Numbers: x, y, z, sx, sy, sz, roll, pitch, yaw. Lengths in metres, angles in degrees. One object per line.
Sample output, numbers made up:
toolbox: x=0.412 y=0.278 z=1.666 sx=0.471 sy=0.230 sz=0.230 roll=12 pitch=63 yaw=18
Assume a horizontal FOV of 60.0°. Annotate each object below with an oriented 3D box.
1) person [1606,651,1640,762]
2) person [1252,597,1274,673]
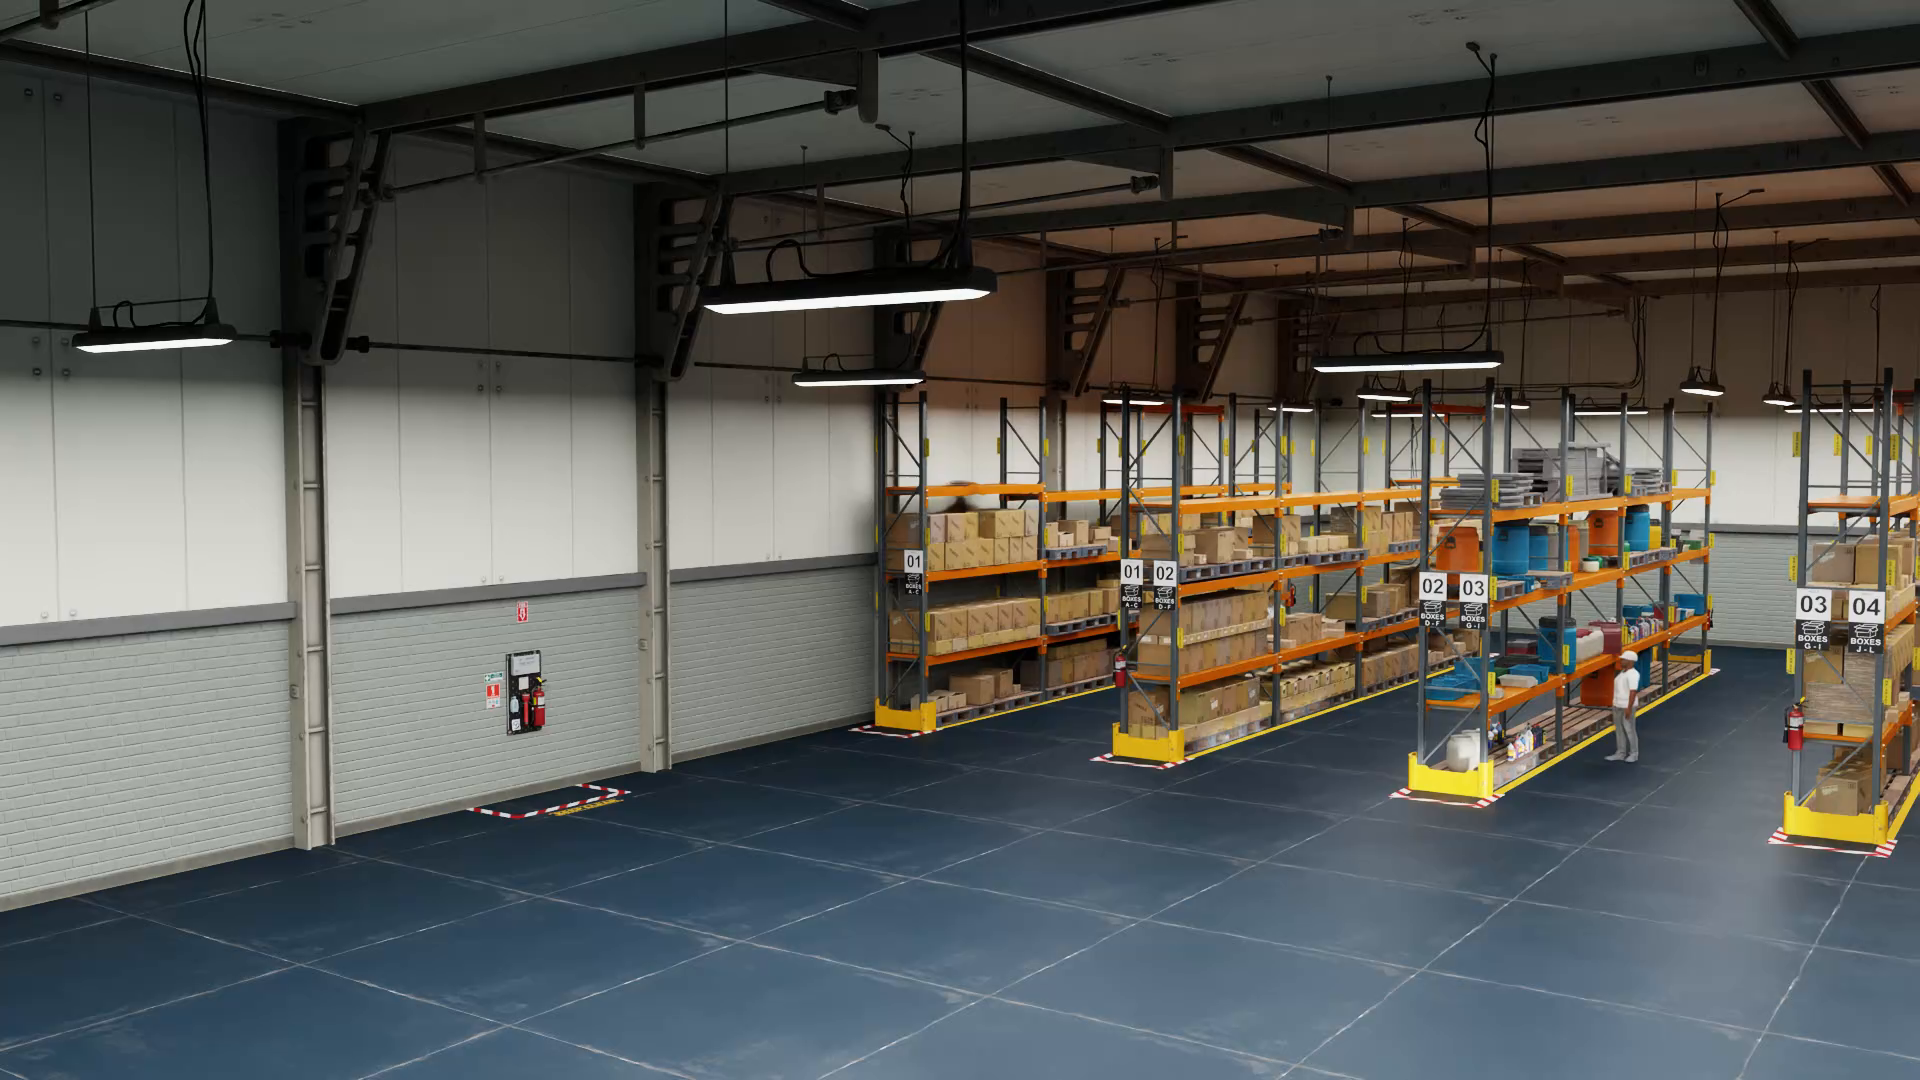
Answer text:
person: x=10.614 y=2.650 z=26.483 sx=0.434 sy=1.768 sz=0.578 roll=-1 pitch=3 yaw=-14
person: x=6.761 y=2.088 z=36.972 sx=0.578 sy=1.727 sz=1.072 roll=2 pitch=4 yaw=31
